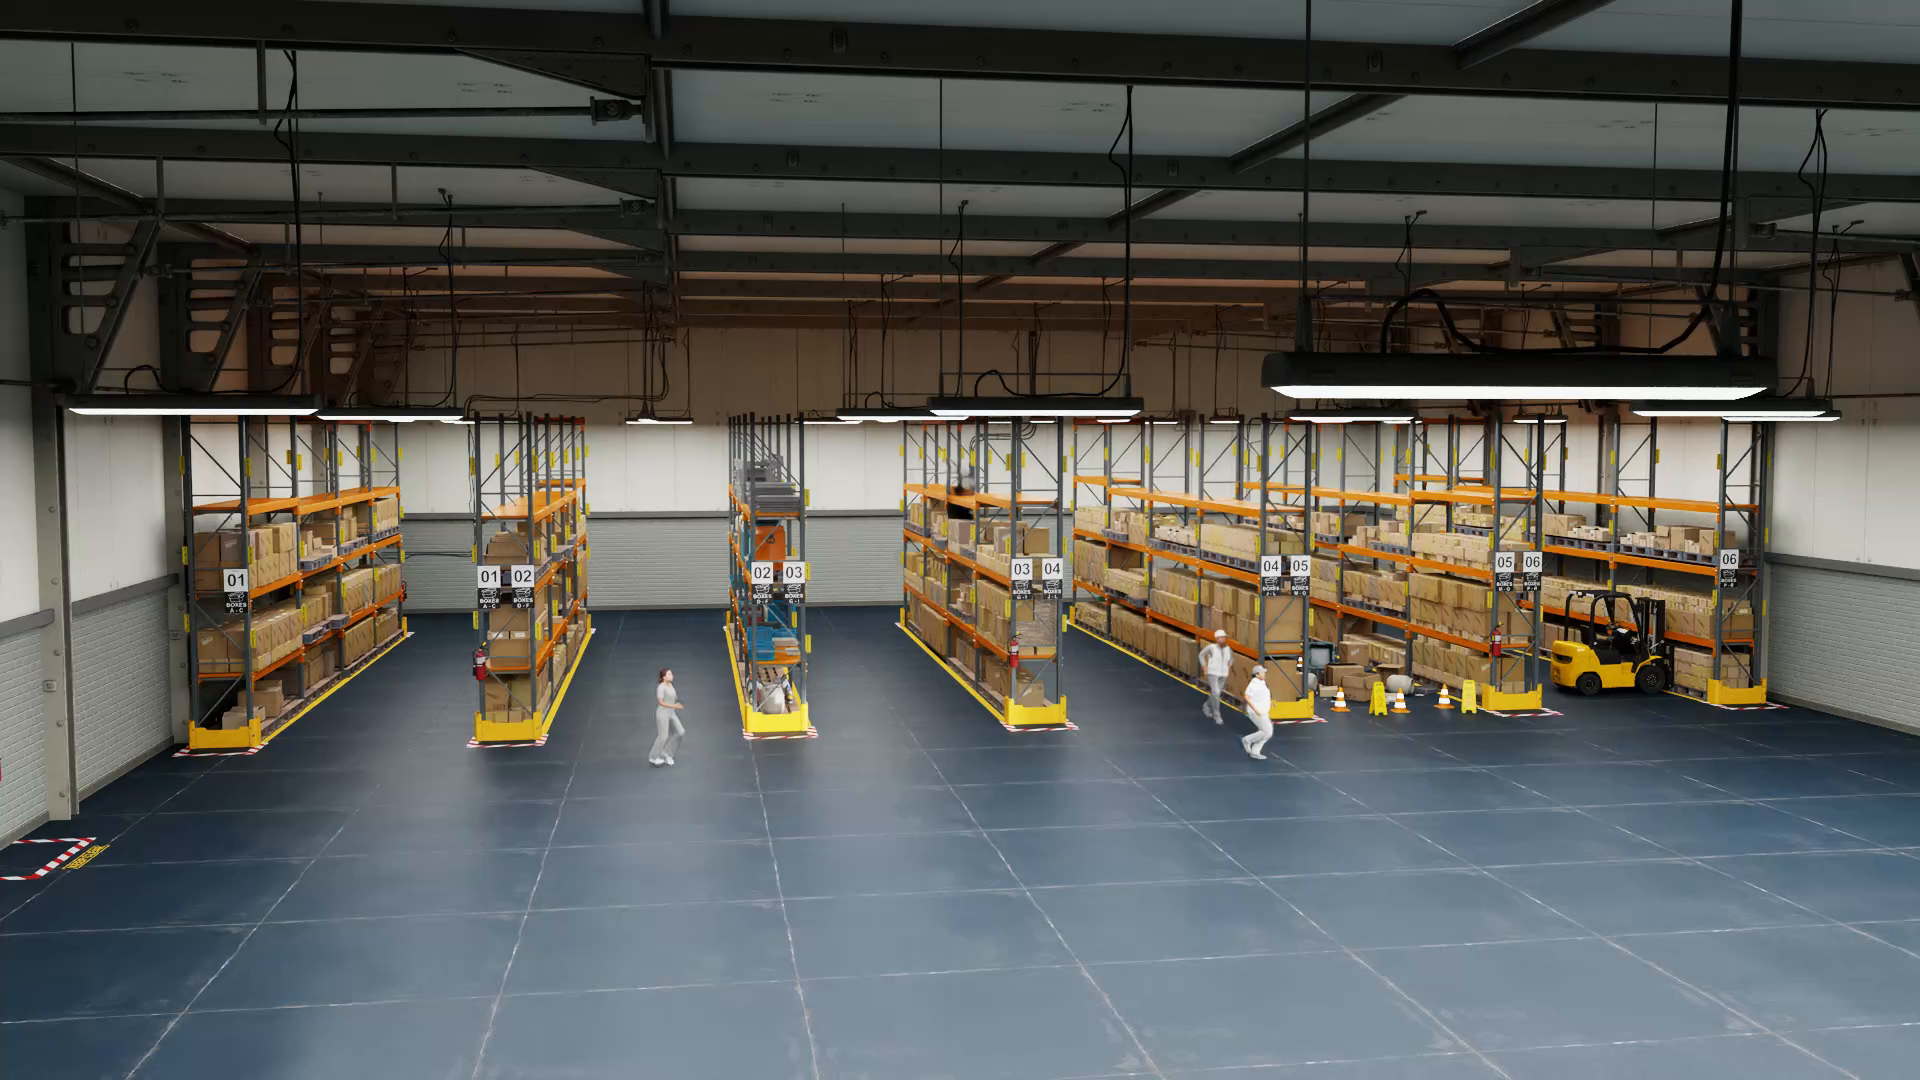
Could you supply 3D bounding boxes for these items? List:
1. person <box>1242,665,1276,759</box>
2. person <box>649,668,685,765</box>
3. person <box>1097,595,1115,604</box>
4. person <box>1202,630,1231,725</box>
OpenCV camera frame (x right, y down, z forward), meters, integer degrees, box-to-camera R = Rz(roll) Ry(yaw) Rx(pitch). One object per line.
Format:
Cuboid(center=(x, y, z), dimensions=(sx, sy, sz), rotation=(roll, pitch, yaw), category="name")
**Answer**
Cuboid(center=(5.161, 2.969, 28.652), dimensions=(0.547, 1.624, 0.607), rotation=(2, 4, 23), category="person")
Cuboid(center=(-4.938, 2.992, 28.092), dimensions=(0.681, 1.688, 0.582), rotation=(1, 4, 20), category="person")
Cuboid(center=(4.428, 1.380, 49.888), dimensions=(0.785, 1.675, 0.669), rotation=(0, 4, -6), category="person")
Cuboid(center=(5.009, 2.643, 32.429), dimensions=(0.540, 1.783, 0.874), rotation=(-2, 4, -23), category="person")
